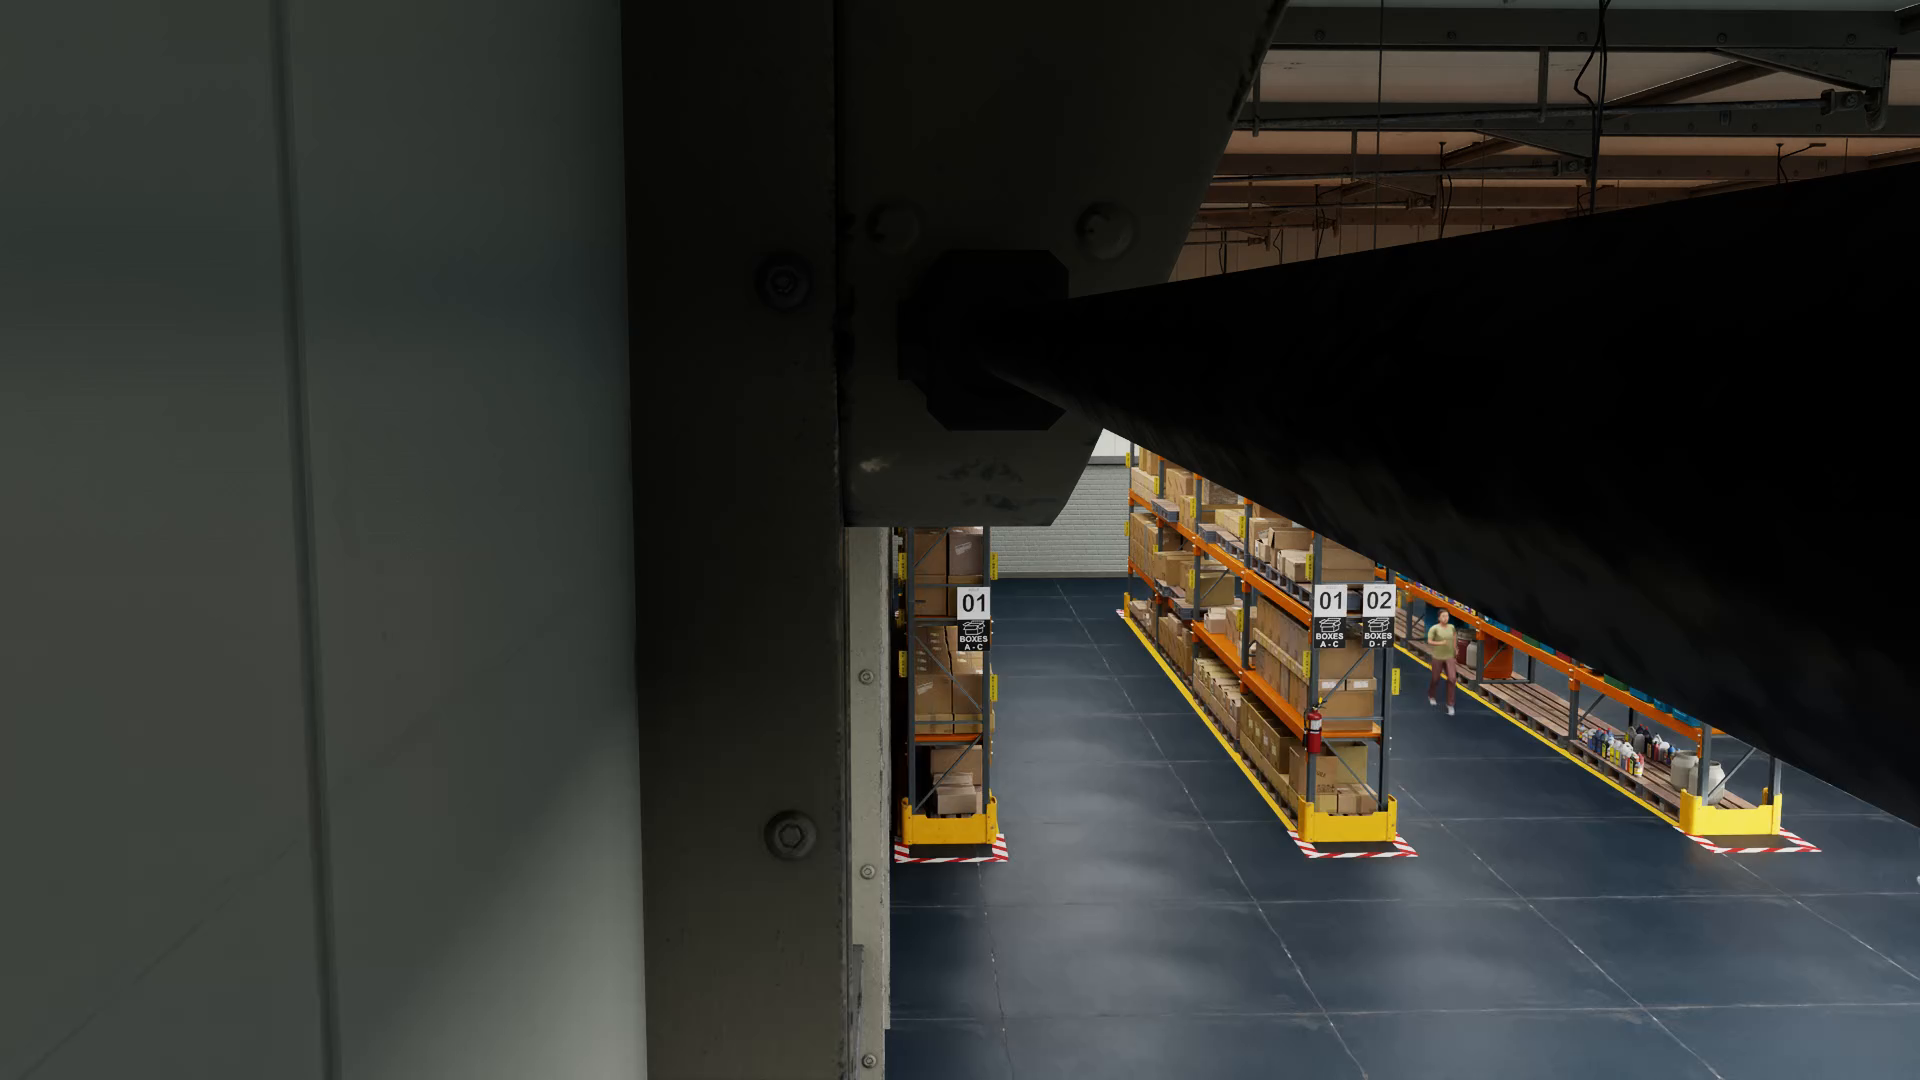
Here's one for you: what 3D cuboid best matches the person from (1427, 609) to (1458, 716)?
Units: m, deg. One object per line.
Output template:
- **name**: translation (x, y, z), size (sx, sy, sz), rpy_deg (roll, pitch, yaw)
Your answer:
- **person**: translation (7.960, 1.981, 27.457), size (0.552, 1.716, 0.826), rpy_deg (0, 7, -2)
